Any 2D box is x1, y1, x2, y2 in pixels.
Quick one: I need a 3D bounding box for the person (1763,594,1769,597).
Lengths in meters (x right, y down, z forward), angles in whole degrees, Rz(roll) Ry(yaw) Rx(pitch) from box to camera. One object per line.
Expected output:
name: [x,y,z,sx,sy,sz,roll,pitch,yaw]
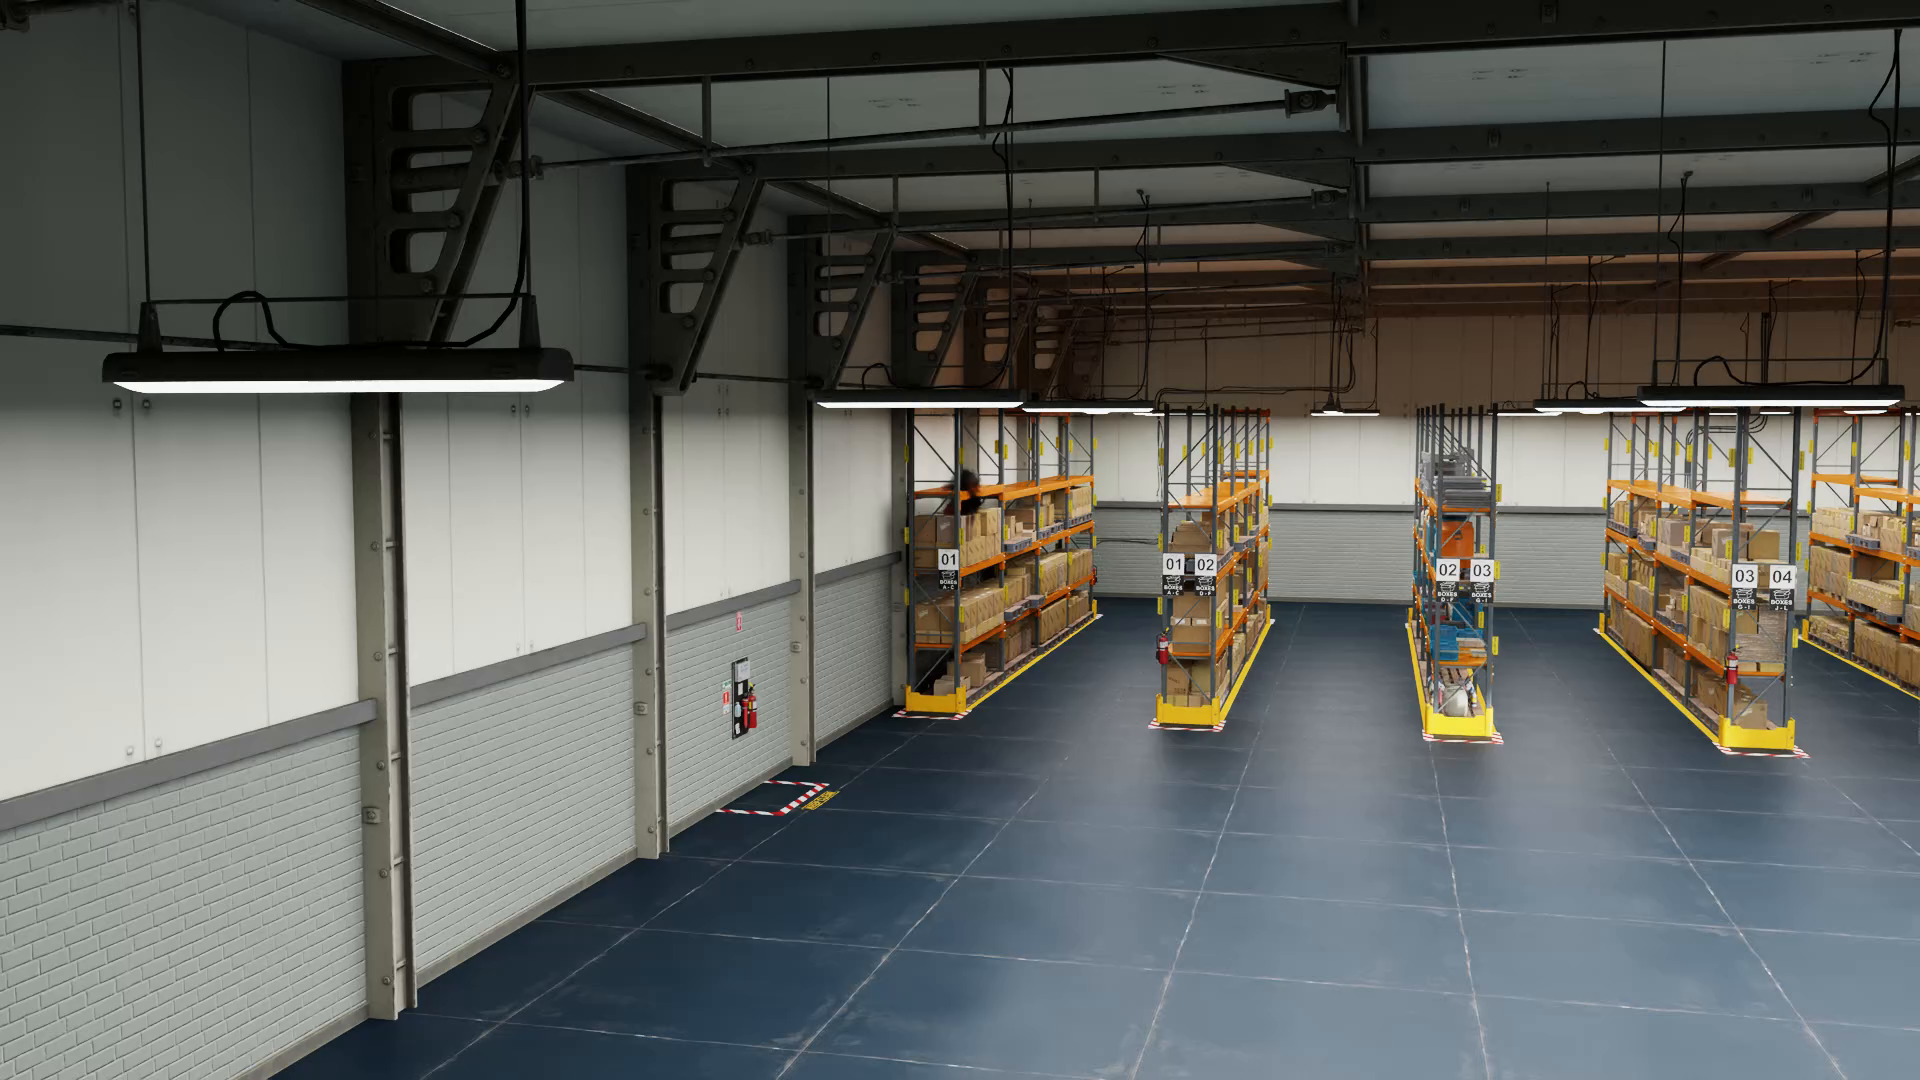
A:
person: [21.463,1.627,44.475,0.776,1.730,0.784,0,4,-1]
